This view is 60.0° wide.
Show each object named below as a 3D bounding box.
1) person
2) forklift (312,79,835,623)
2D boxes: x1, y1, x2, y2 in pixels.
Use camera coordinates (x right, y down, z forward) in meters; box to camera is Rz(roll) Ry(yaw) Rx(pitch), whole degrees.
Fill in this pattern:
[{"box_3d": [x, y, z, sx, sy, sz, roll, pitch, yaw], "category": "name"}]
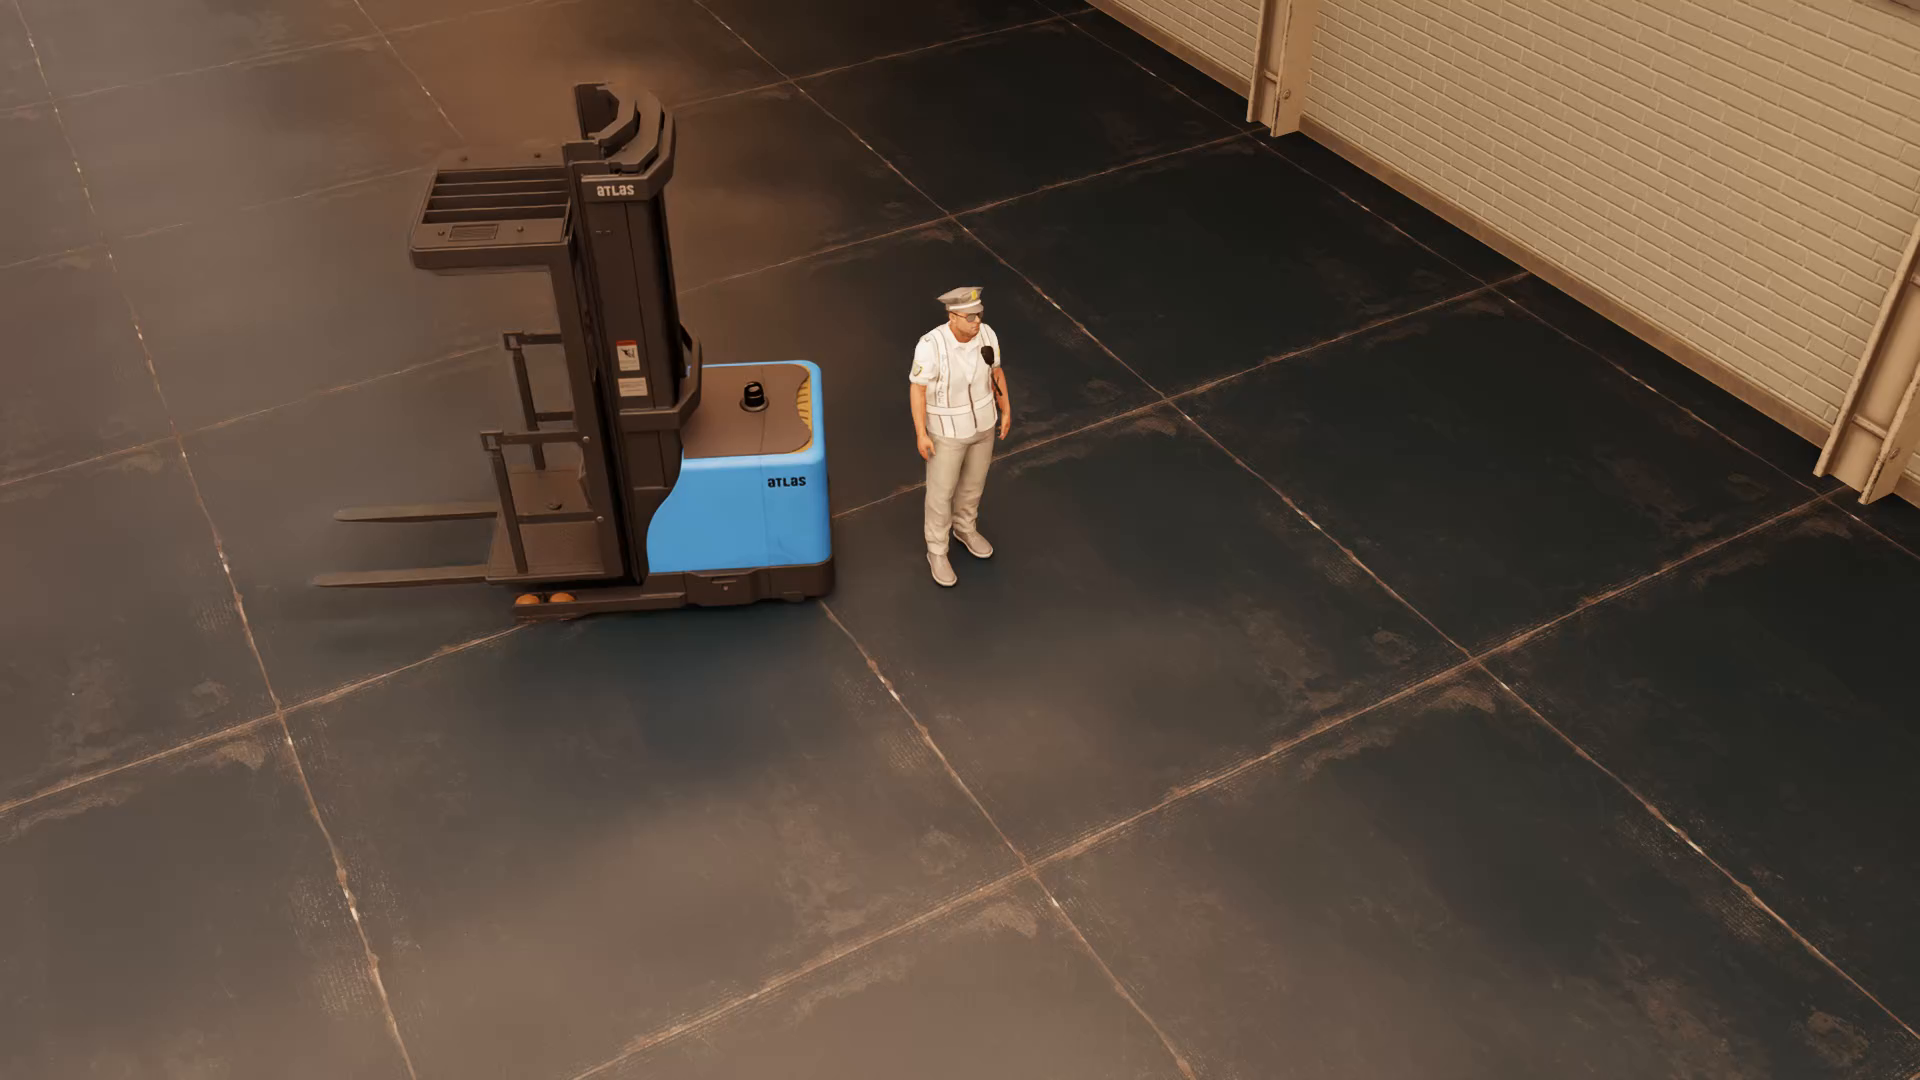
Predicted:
[{"box_3d": [0.037, -0.643, 9.702, 0.652, 1.780, 0.561, -21, 44, -23], "category": "person"}, {"box_3d": [-2.290, -0.997, 9.238, 3.031, 2.935, 1.130, -3, 40, -4], "category": "forklift"}]
